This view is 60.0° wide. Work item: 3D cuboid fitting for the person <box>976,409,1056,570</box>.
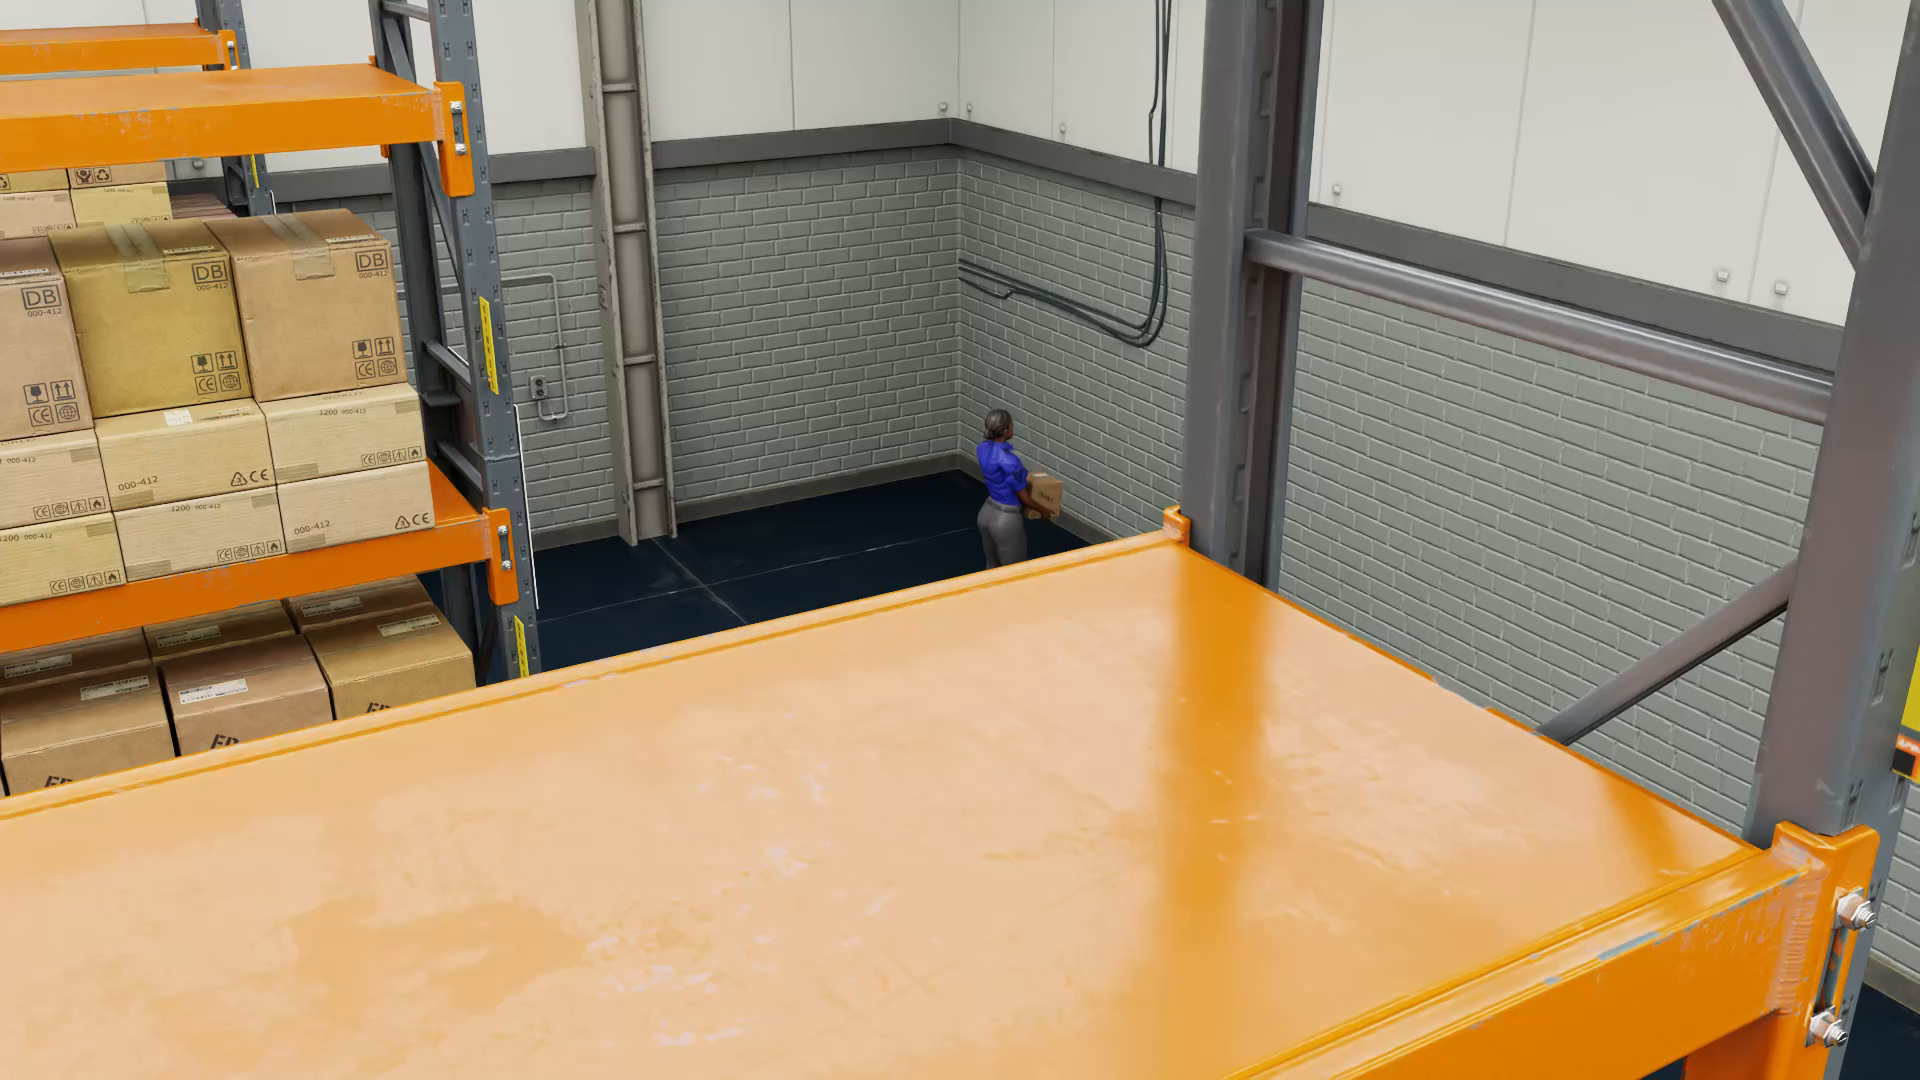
[{"bbox_3d":[0.373,-0.120,11.405,0.500,1.655,0.449,-12,25,-28],"label":"person"}]
